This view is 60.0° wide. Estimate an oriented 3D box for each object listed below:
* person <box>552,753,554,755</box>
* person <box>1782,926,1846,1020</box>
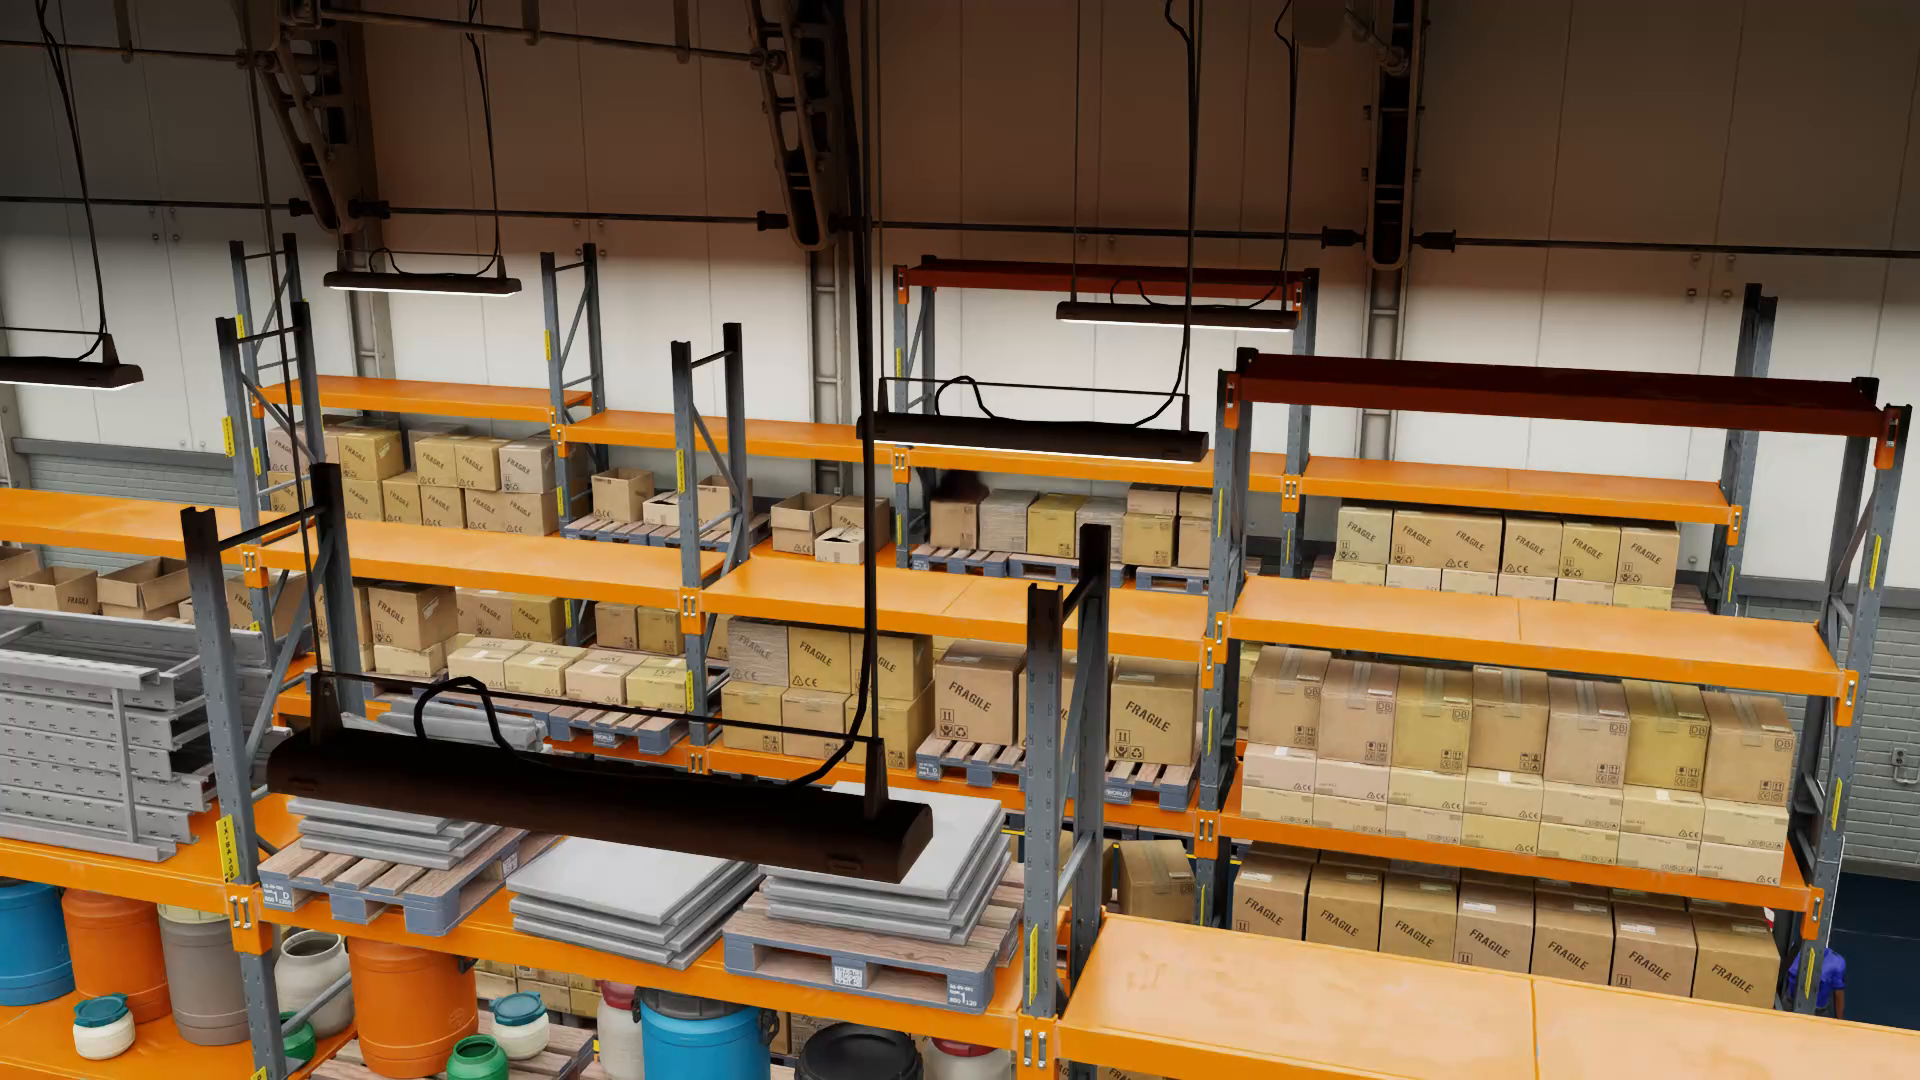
[{"bbox_3d":[-4.421,2.425,17.301,0.508,1.676,0.428,0,16,1],"label":"person"},{"bbox_3d":[6.602,3.700,12.941,0.500,1.674,0.340,12,20,36],"label":"person"}]
